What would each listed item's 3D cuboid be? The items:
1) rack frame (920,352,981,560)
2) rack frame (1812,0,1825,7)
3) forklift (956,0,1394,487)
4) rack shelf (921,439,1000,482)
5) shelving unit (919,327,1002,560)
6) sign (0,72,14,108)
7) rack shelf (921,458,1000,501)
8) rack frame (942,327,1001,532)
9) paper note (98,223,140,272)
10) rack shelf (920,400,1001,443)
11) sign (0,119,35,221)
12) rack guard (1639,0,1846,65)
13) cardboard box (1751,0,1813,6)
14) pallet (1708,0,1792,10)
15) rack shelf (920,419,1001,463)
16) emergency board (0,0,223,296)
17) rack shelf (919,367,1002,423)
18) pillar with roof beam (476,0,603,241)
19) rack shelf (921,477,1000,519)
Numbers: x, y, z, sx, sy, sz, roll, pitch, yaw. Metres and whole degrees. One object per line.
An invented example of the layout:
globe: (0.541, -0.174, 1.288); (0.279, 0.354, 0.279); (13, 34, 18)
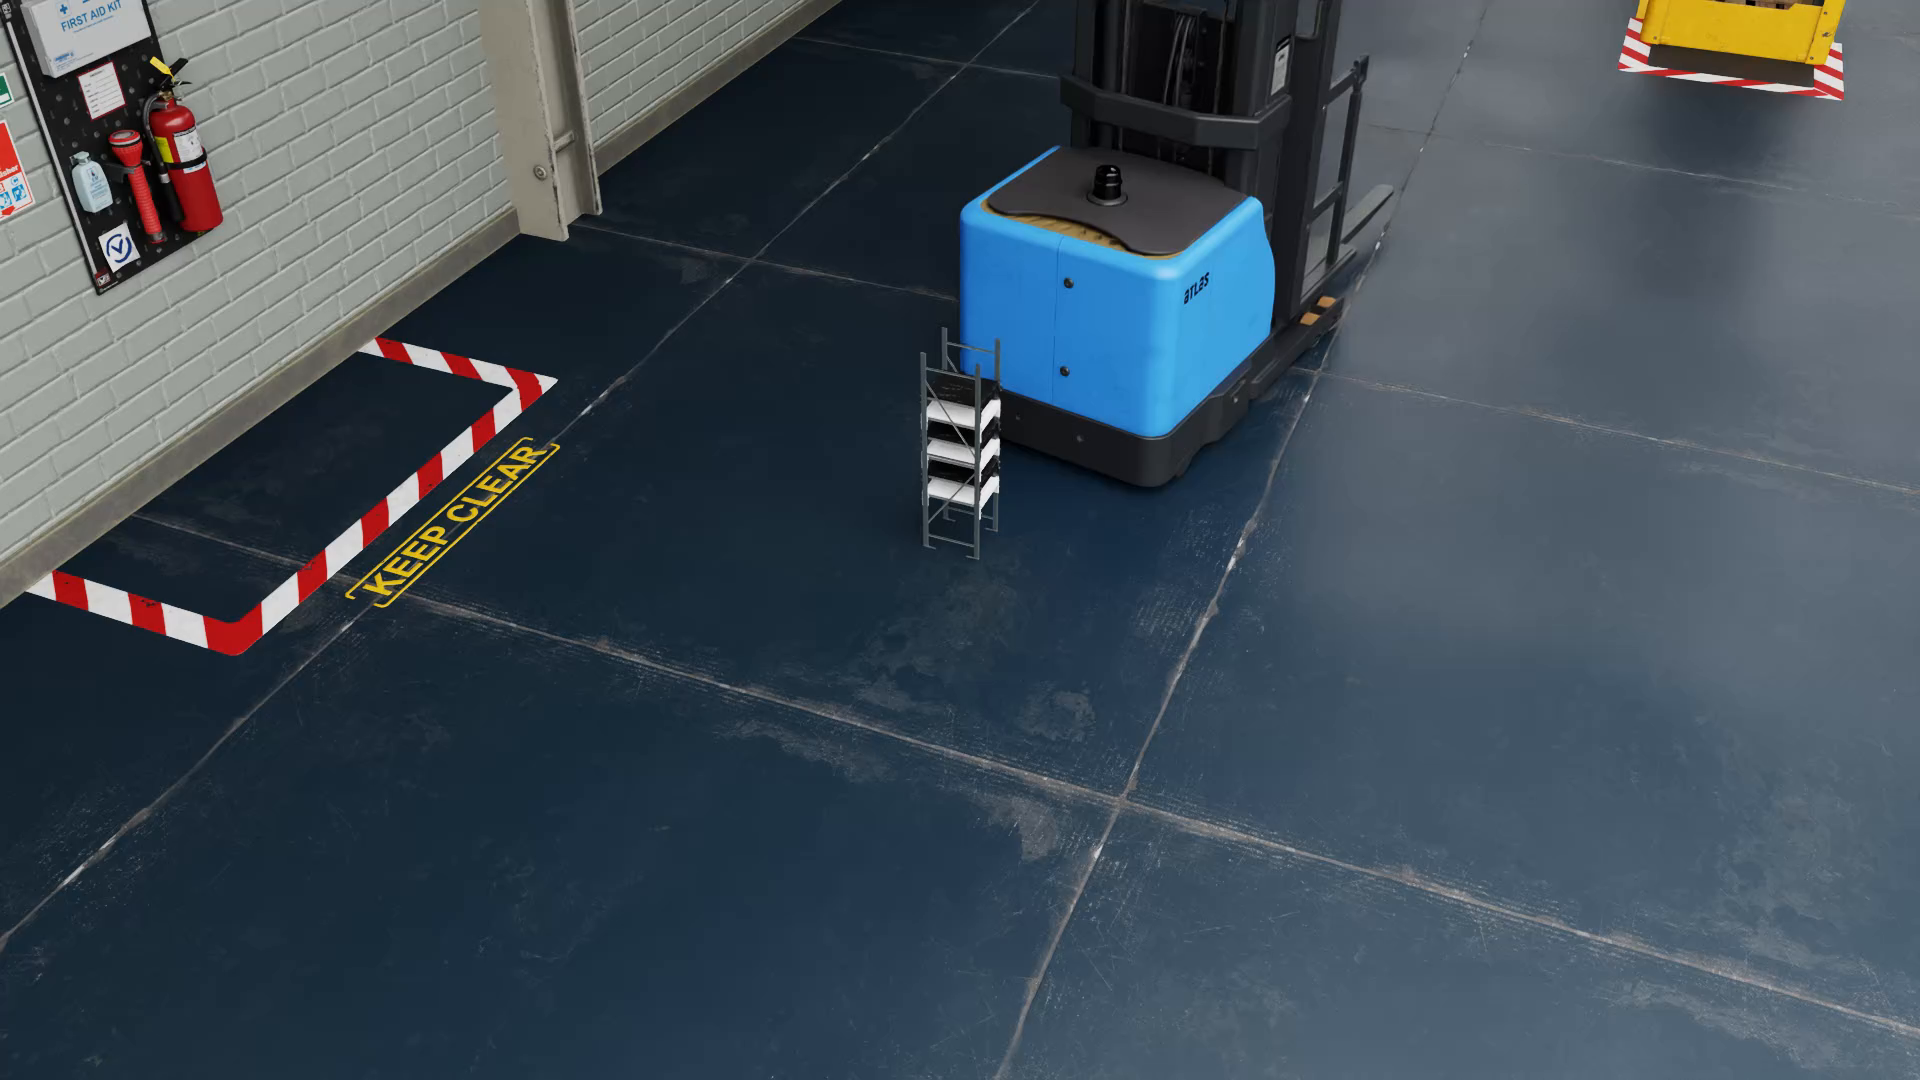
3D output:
rack frame: (-0.036, -0.309, 6.411); (0.240, 0.900, 0.006); (14, 39, 18)
rack frame: (5.214, -4.552, 10.335); (1.000, 3.000, 0.127); (14, 39, 18)
forklift: (1.213, -2.241, 7.300); (1.130, 2.935, 3.031); (22, 42, 26)
rack shelf: (0.003, -0.338, 6.507); (0.258, 0.077, 0.200); (14, 39, 18)
shelving unit: (0.003, -0.365, 6.487); (0.258, 0.900, 0.210); (14, 39, 18)
sign: (-3.457, -1.526, 5.814); (0.001, 0.109, 0.331); (14, 39, 18)
rack shelf: (0.003, -0.266, 6.560); (0.258, 0.077, 0.200); (14, 39, 18)
rack frame: (0.042, -0.421, 6.562); (0.240, 0.900, 0.006); (14, 39, 18)
paper note: (-3.292, -1.147, 6.514); (0.016, 0.148, 0.142); (14, 39, 18)
rack shelf: (0.003, -0.482, 6.399); (0.258, 0.077, 0.200); (14, 39, 18)
sign: (-3.467, -1.313, 5.972); (0.001, 0.329, 0.234); (14, 39, 18)
rack guard: (5.205, -3.538, 11.066); (1.175, 0.500, 0.348); (14, 39, 18)
cardboard box: (5.623, -3.865, 11.362); (0.500, 0.250, 0.500); (14, 39, 18)
pallet: (5.466, -3.868, 11.749); (1.003, 0.211, 1.213); (14, 39, 18)
rack shelf: (0.003, -0.410, 6.453); (0.258, 0.077, 0.200); (14, 39, 18)
emergency board: (-3.161, -1.582, 6.361); (0.194, 1.169, 0.643); (14, 39, 18)
rack shelf: (0.003, -0.555, 6.345); (0.258, 0.077, 0.200); (14, 39, 18)
pillar with roof beam: (1.796, -4.364, 5.072); (9.100, 9.000, 0.400); (14, 39, 18)
rack shelf: (0.003, -0.194, 6.614); (0.258, 0.077, 0.200); (14, 39, 18)
